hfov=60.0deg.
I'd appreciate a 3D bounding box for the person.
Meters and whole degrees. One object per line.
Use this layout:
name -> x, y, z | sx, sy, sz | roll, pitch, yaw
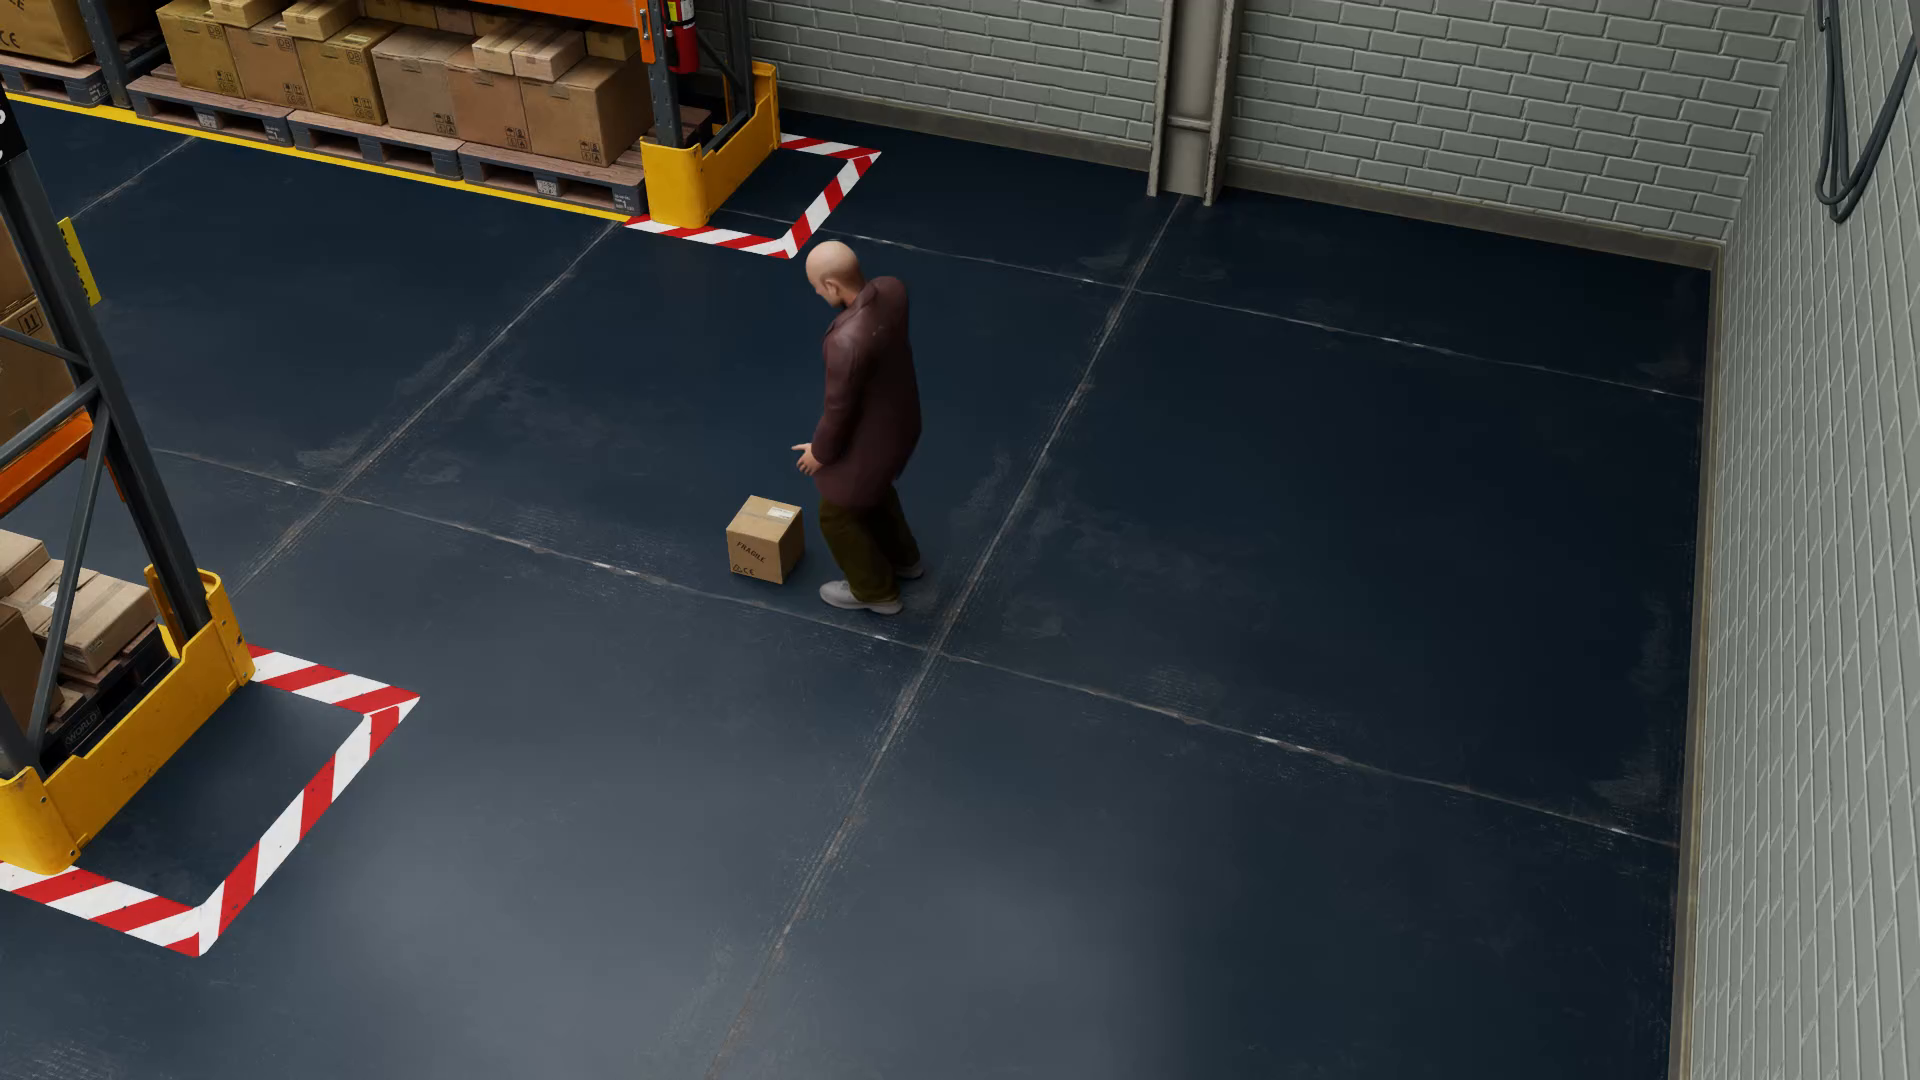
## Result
person -> -0.395, -0.405, 6.741 | 0.432, 1.652, 0.591 | 14, 43, 16
